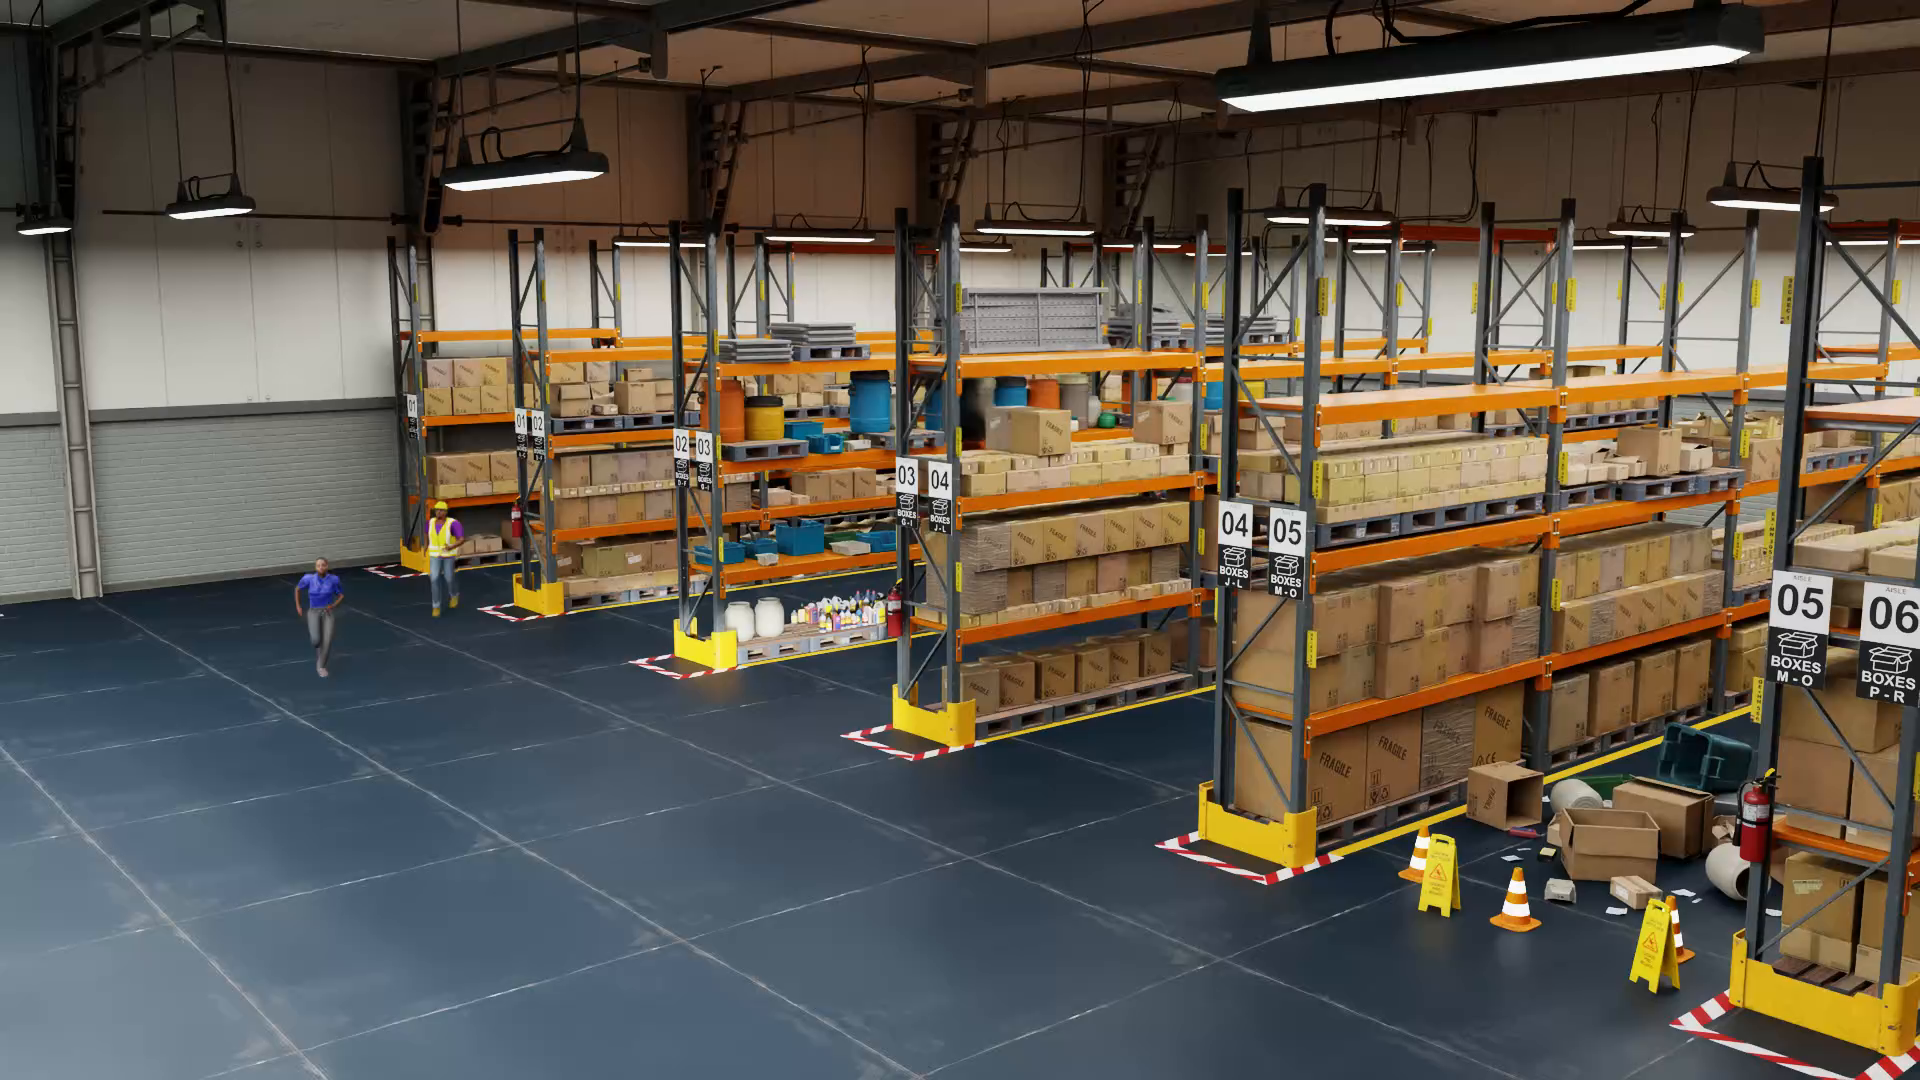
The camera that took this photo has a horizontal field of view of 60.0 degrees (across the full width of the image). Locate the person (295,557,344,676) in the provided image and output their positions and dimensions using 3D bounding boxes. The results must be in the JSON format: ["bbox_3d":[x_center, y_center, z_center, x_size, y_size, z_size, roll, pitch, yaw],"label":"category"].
[{"bbox_3d":[-8.487,1.016,22.074,0.615,1.607,0.647,-3,9,-19],"label":"person"}]

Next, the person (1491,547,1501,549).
[{"bbox_3d":[7.205,0.914,22.445,0.537,1.659,0.605,-8,12,-41],"label":"person"}]

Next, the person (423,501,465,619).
[{"bbox_3d":[-8.129,0.274,26.189,0.699,1.797,0.902,0,9,-1],"label":"person"}]
